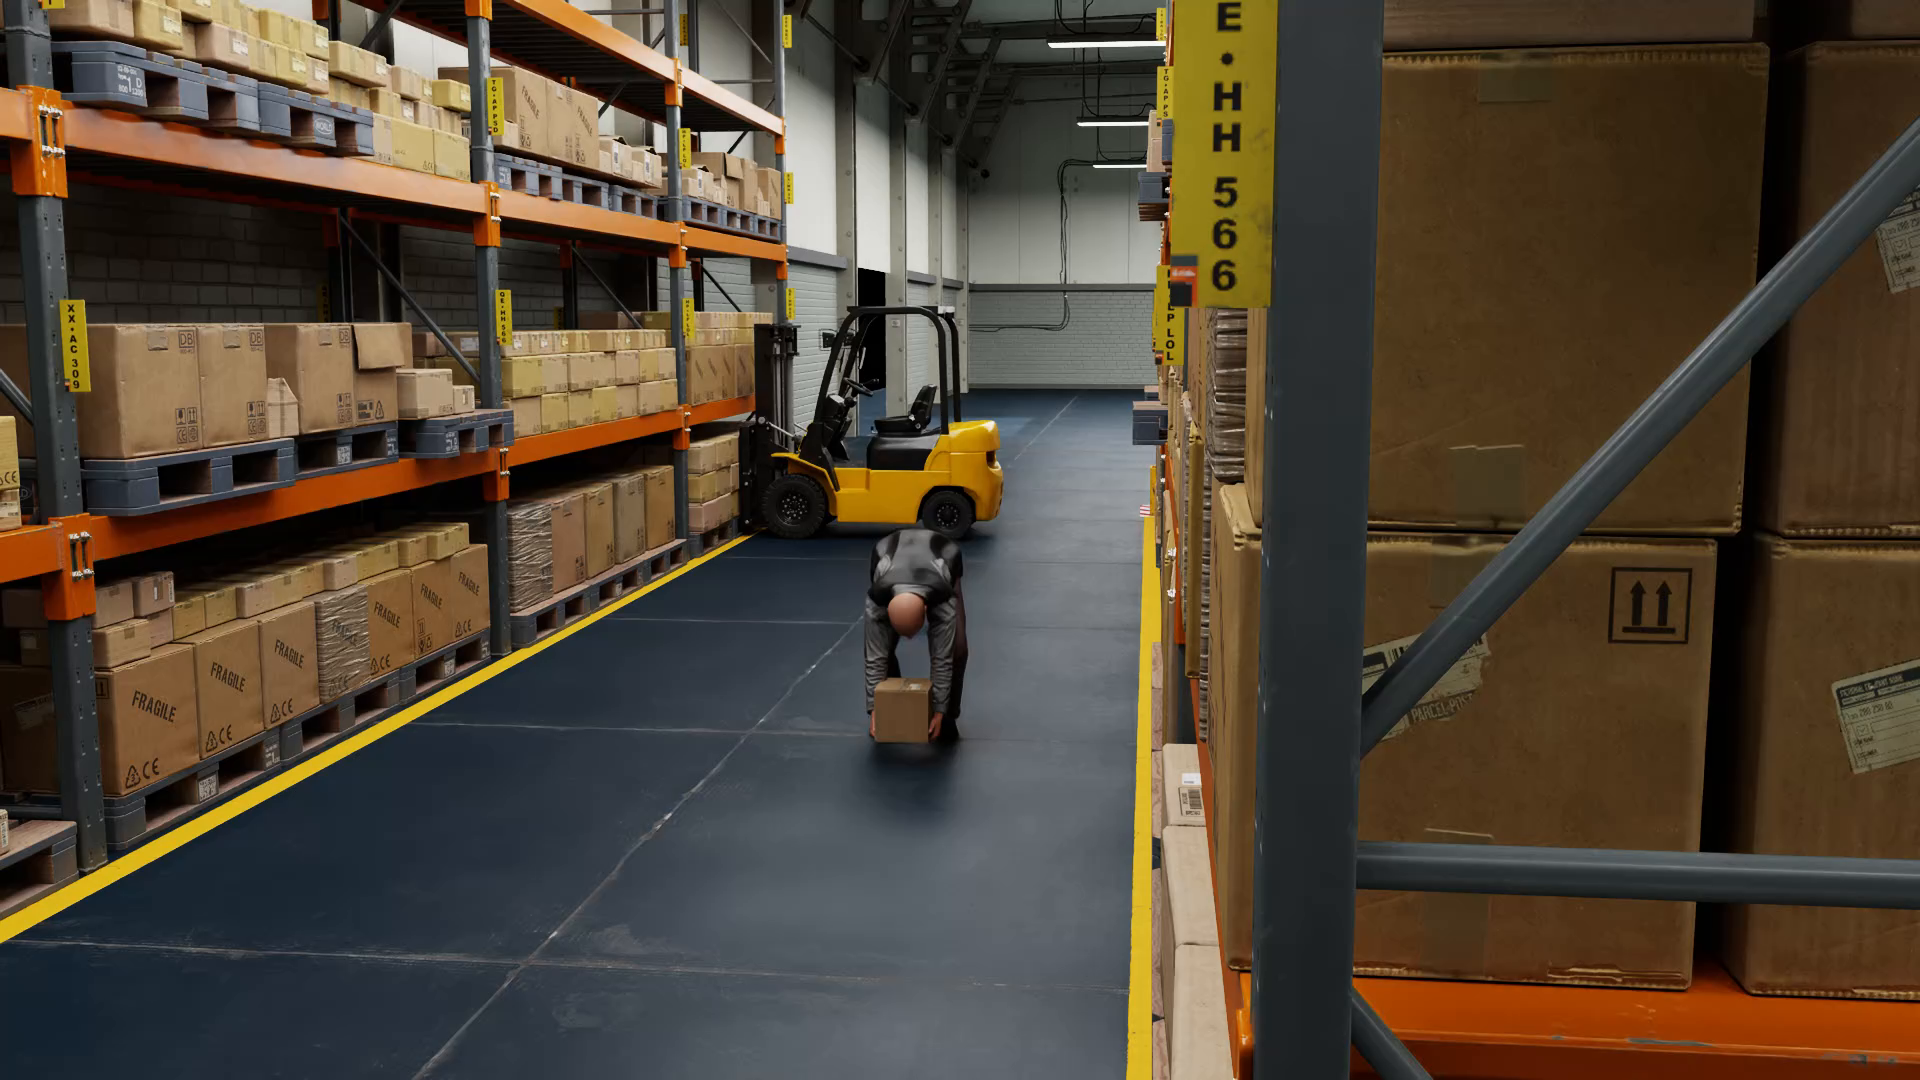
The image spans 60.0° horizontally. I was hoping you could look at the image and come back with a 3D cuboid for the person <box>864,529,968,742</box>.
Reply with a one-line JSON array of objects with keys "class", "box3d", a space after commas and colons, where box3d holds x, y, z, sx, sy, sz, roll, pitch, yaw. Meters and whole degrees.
[{"class": "person", "box3d": [-0.215, 0.478, 7.959, 0.503, 1.014, 0.948, 0, 8, 3]}]
